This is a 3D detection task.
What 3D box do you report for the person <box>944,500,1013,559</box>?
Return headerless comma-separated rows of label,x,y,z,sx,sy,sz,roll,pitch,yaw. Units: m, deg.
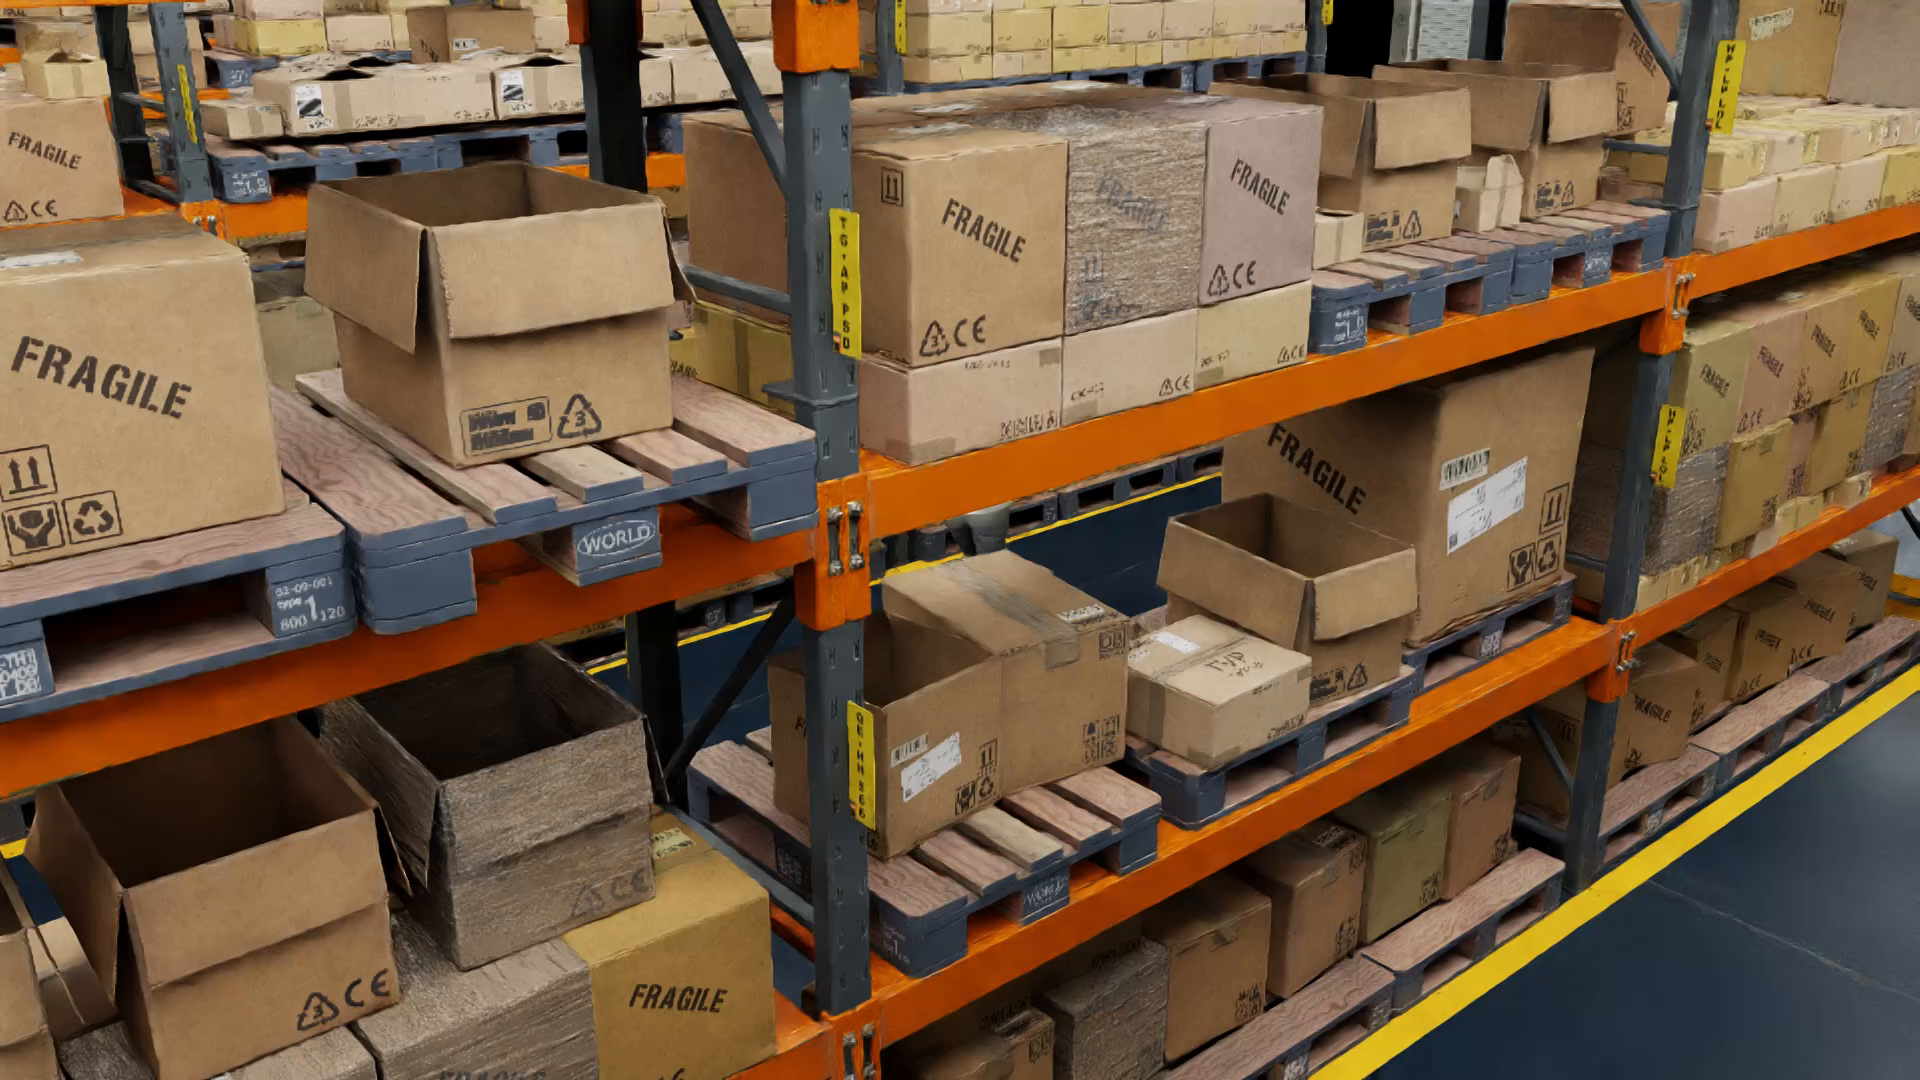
person,0.126,-0.191,9.639,0.657,1.704,0.639,12,24,28
